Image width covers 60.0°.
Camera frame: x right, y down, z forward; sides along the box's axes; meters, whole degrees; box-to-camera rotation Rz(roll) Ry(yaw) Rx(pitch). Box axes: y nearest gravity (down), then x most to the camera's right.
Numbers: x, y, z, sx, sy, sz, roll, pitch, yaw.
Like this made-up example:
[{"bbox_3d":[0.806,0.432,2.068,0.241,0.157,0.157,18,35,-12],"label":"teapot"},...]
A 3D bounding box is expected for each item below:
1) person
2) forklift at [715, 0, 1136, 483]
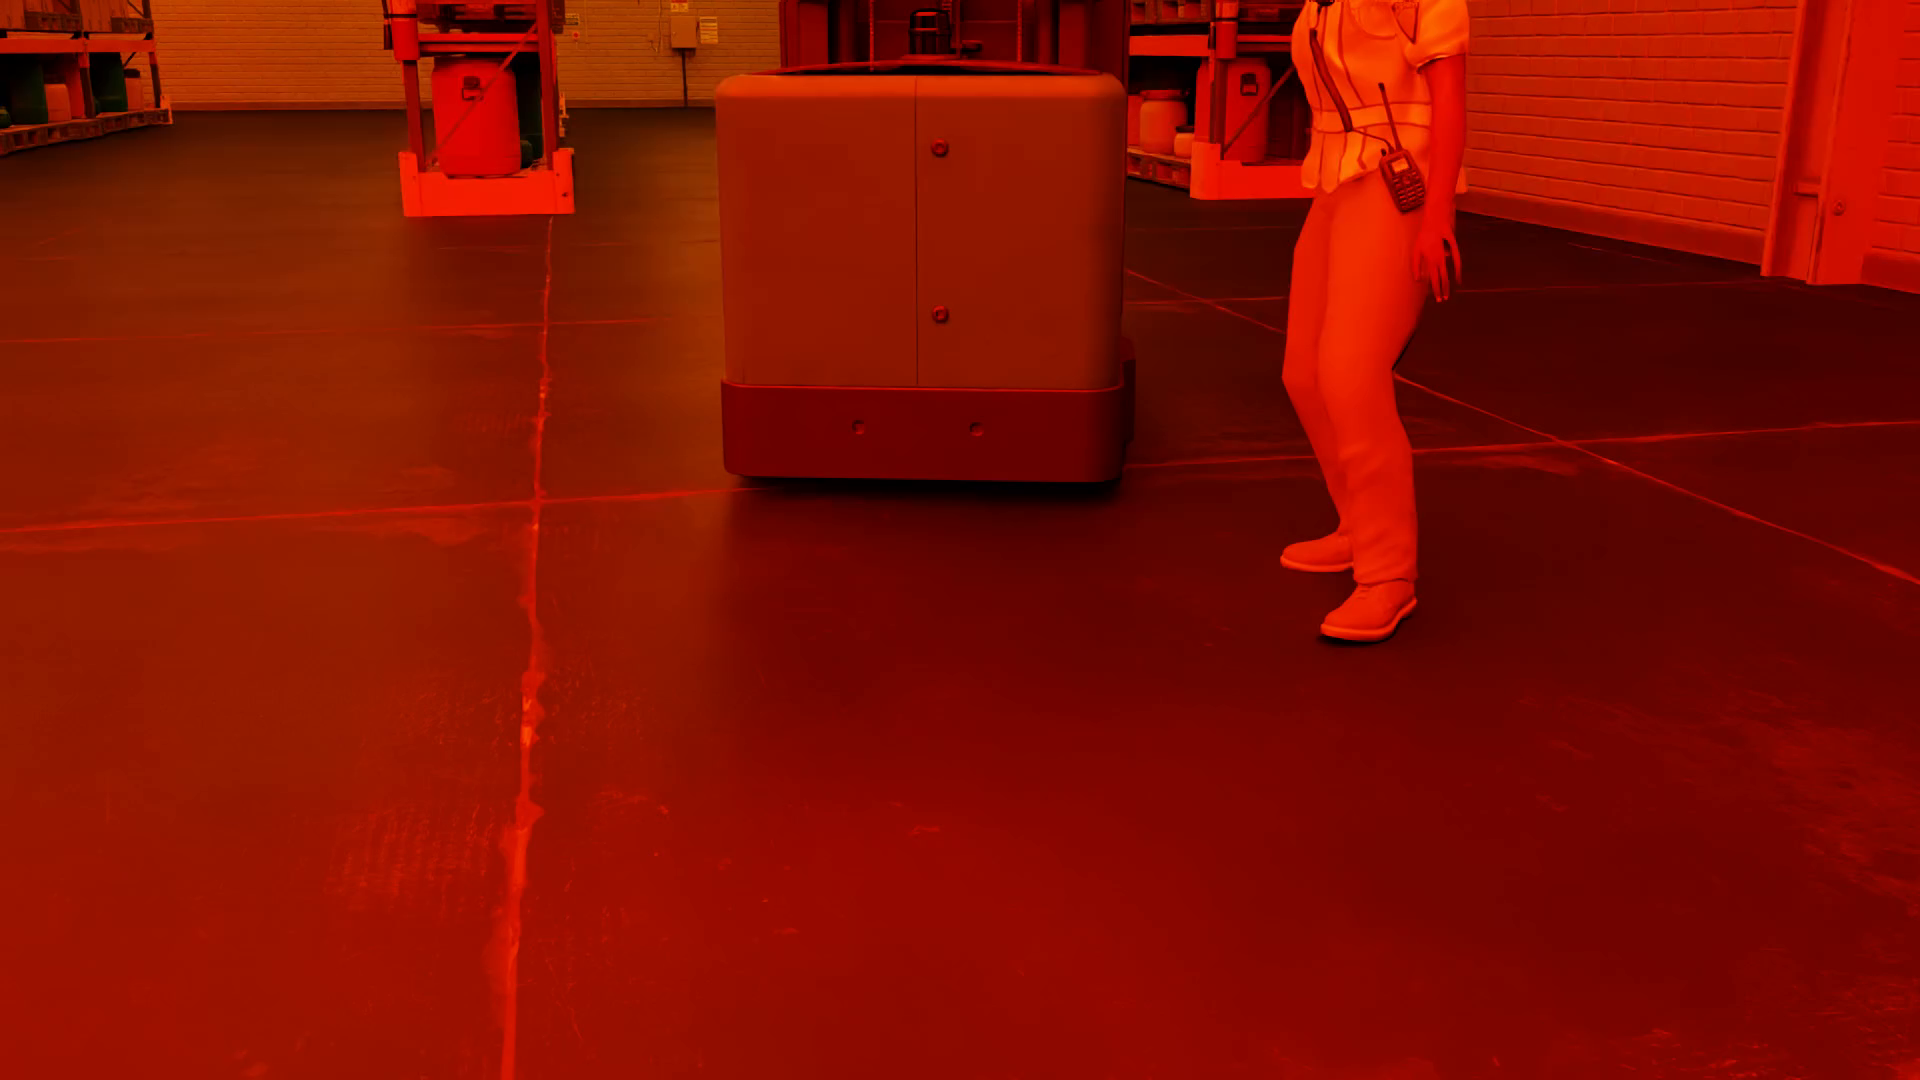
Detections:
[{"bbox_3d":[0.849,-0.677,3.456,0.397,1.632,0.788,-2,17,-6],"label":"person"},{"bbox_3d":[0.002,-1.920,5.332,1.130,2.935,3.031,1,17,4],"label":"forklift"}]
